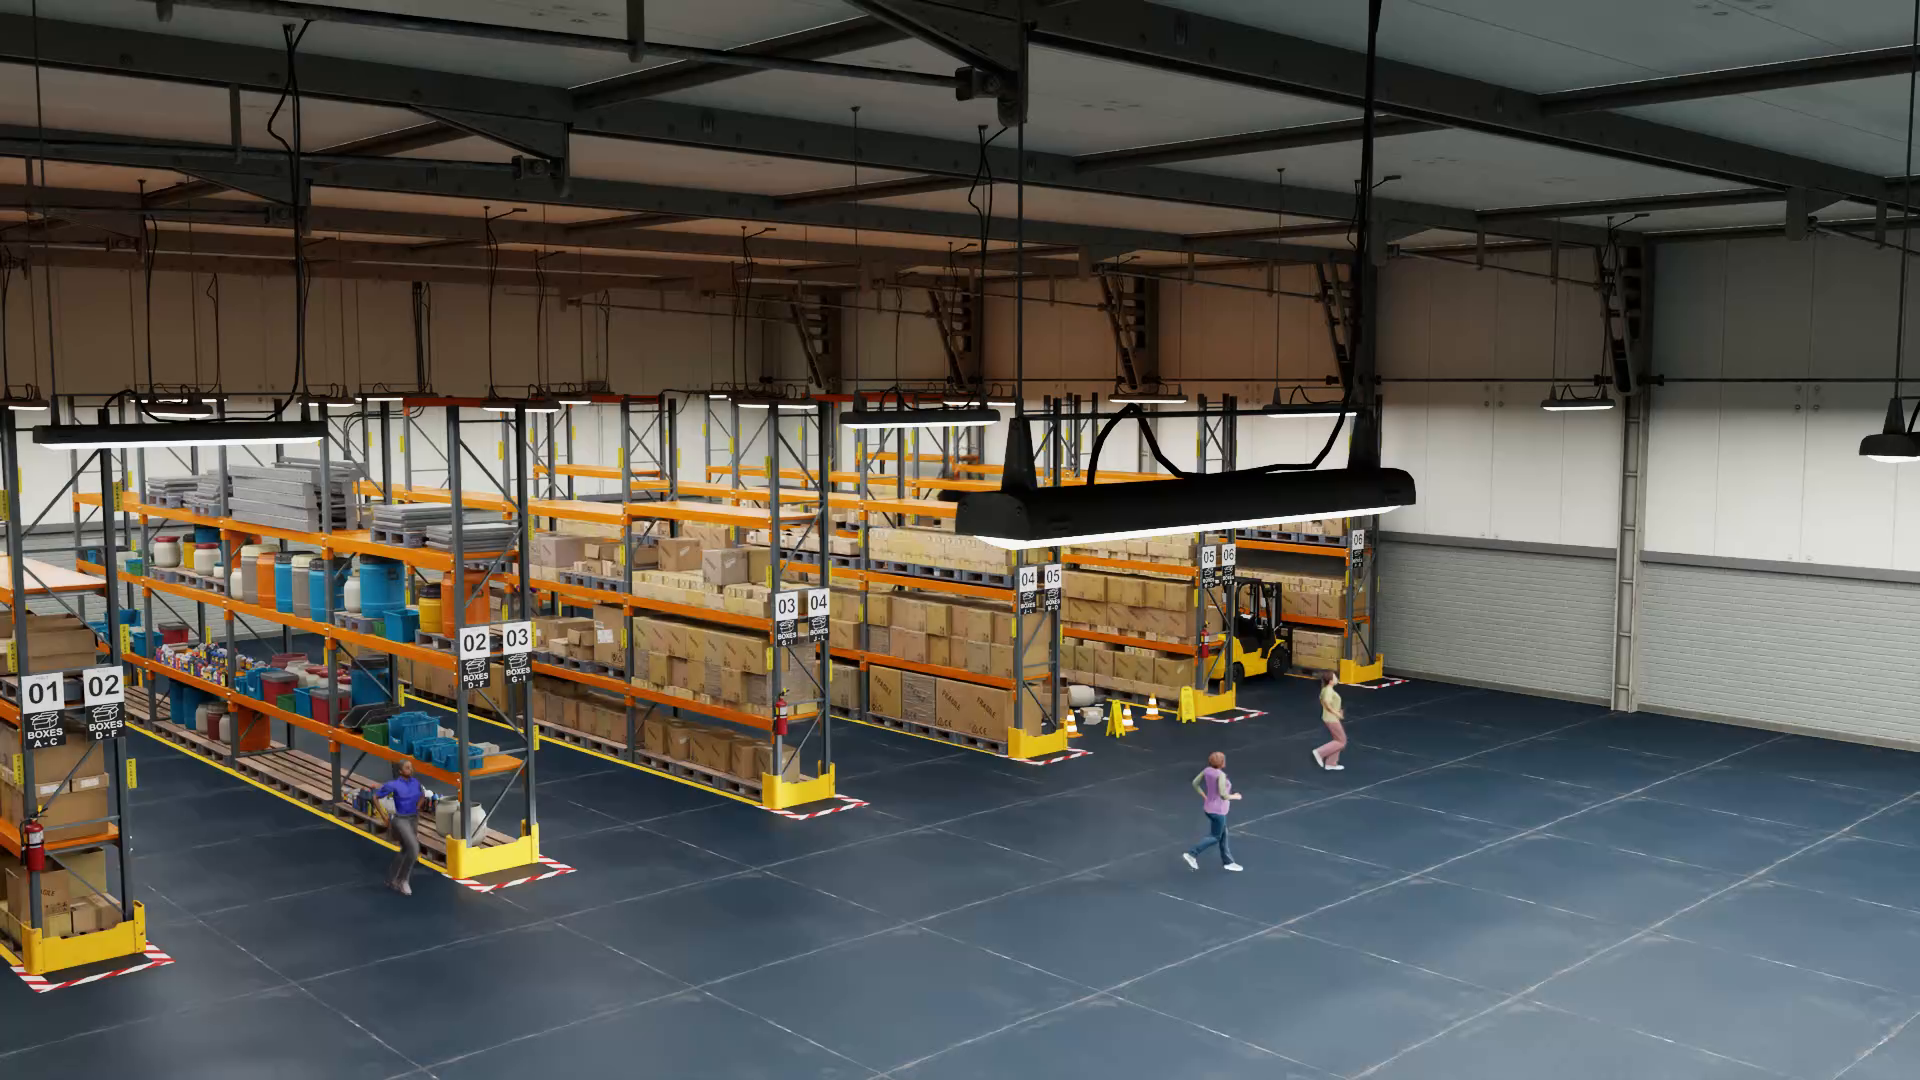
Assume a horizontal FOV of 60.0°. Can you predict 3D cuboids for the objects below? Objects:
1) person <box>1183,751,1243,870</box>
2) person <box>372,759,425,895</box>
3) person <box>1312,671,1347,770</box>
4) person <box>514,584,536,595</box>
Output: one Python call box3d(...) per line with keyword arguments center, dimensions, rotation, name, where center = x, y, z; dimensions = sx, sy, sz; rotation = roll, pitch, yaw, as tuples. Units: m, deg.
box3d(center=(3.240, 3.480, 21.205), dimensions=(0.885, 1.592, 0.545), rotation=(-2, 6, -19), name="person")
box3d(center=(-6.855, 3.537, 20.586), dimensions=(0.635, 1.652, 0.556), rotation=(2, 6, 23), name="person")
box3d(center=(5.974, 2.922, 26.904), dimensions=(0.568, 1.619, 0.578), rotation=(0, 6, -1), name="person")
box3d(center=(-10.626, 1.598, 40.142), dimensions=(0.761, 1.801, 0.727), rotation=(3, 6, 29), name="person")
